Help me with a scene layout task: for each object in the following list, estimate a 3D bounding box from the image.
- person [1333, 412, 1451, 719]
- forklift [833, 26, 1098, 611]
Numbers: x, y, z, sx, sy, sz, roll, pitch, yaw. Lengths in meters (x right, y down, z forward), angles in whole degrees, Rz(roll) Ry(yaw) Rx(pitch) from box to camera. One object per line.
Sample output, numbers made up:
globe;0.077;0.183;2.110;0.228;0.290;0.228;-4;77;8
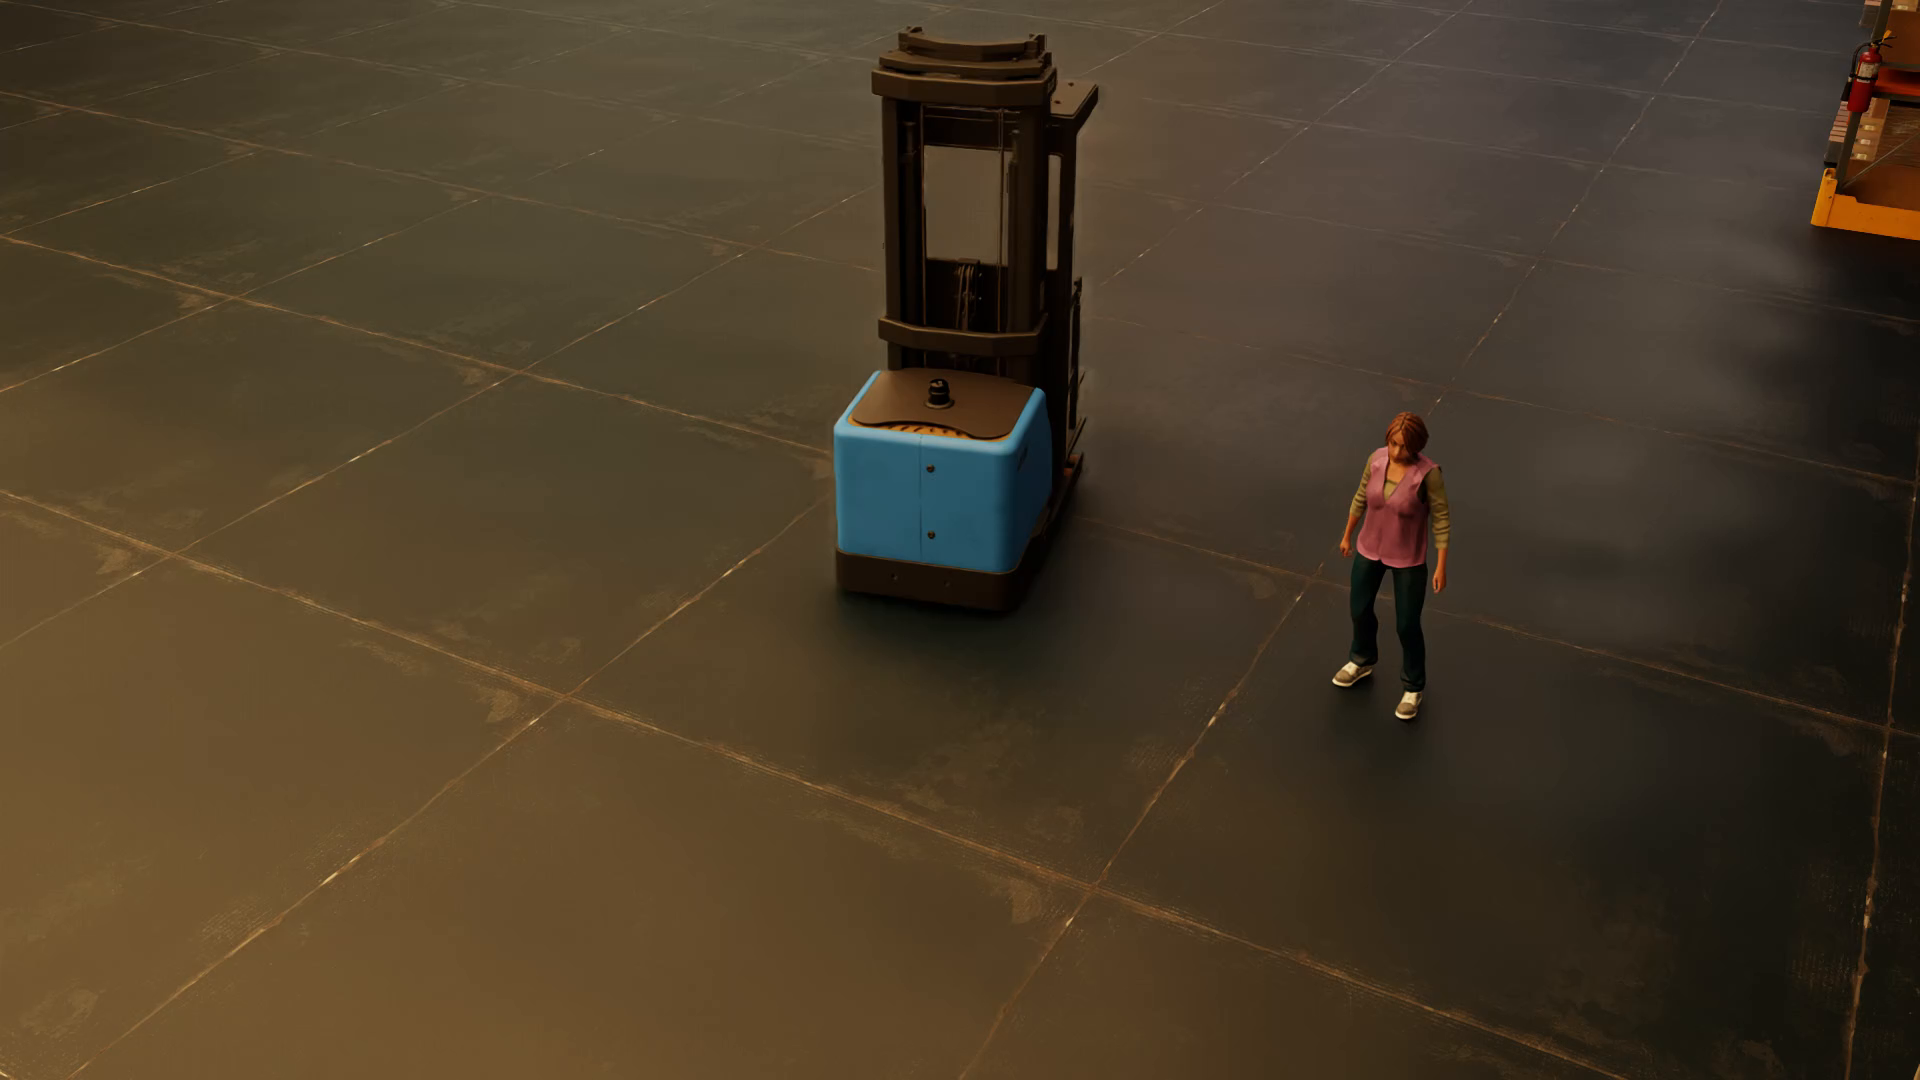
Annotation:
person;2.143;0.091;8.263;0.596;1.583;0.353;21;36;32
forklift;0.165;-1.601;9.844;1.130;2.935;3.031;7;31;13
